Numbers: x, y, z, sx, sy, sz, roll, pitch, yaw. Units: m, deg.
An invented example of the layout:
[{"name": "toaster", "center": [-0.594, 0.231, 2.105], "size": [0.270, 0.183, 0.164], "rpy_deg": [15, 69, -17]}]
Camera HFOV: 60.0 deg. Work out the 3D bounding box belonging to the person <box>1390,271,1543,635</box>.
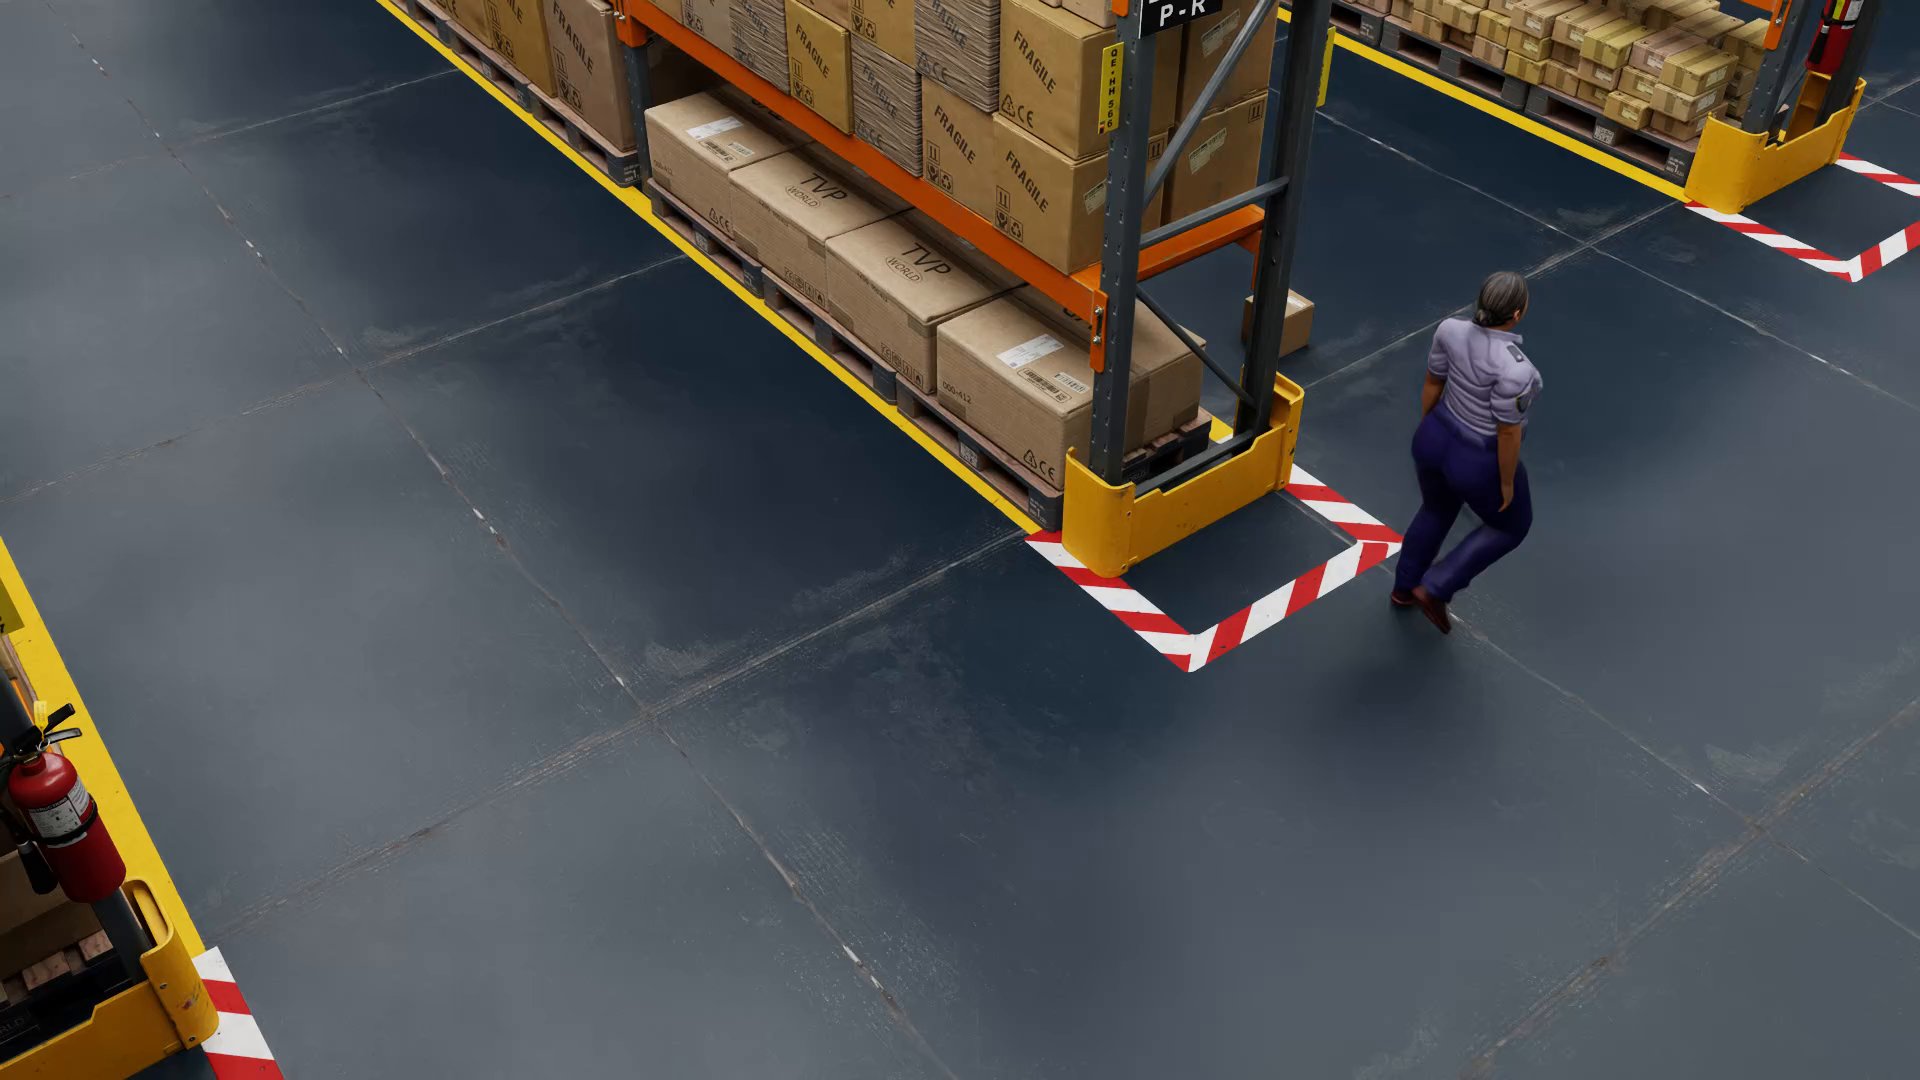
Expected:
[{"name": "person", "center": [1.997, -0.344, 6.531], "size": [0.467, 1.639, 0.507], "rpy_deg": [-22, 45, -23]}]
